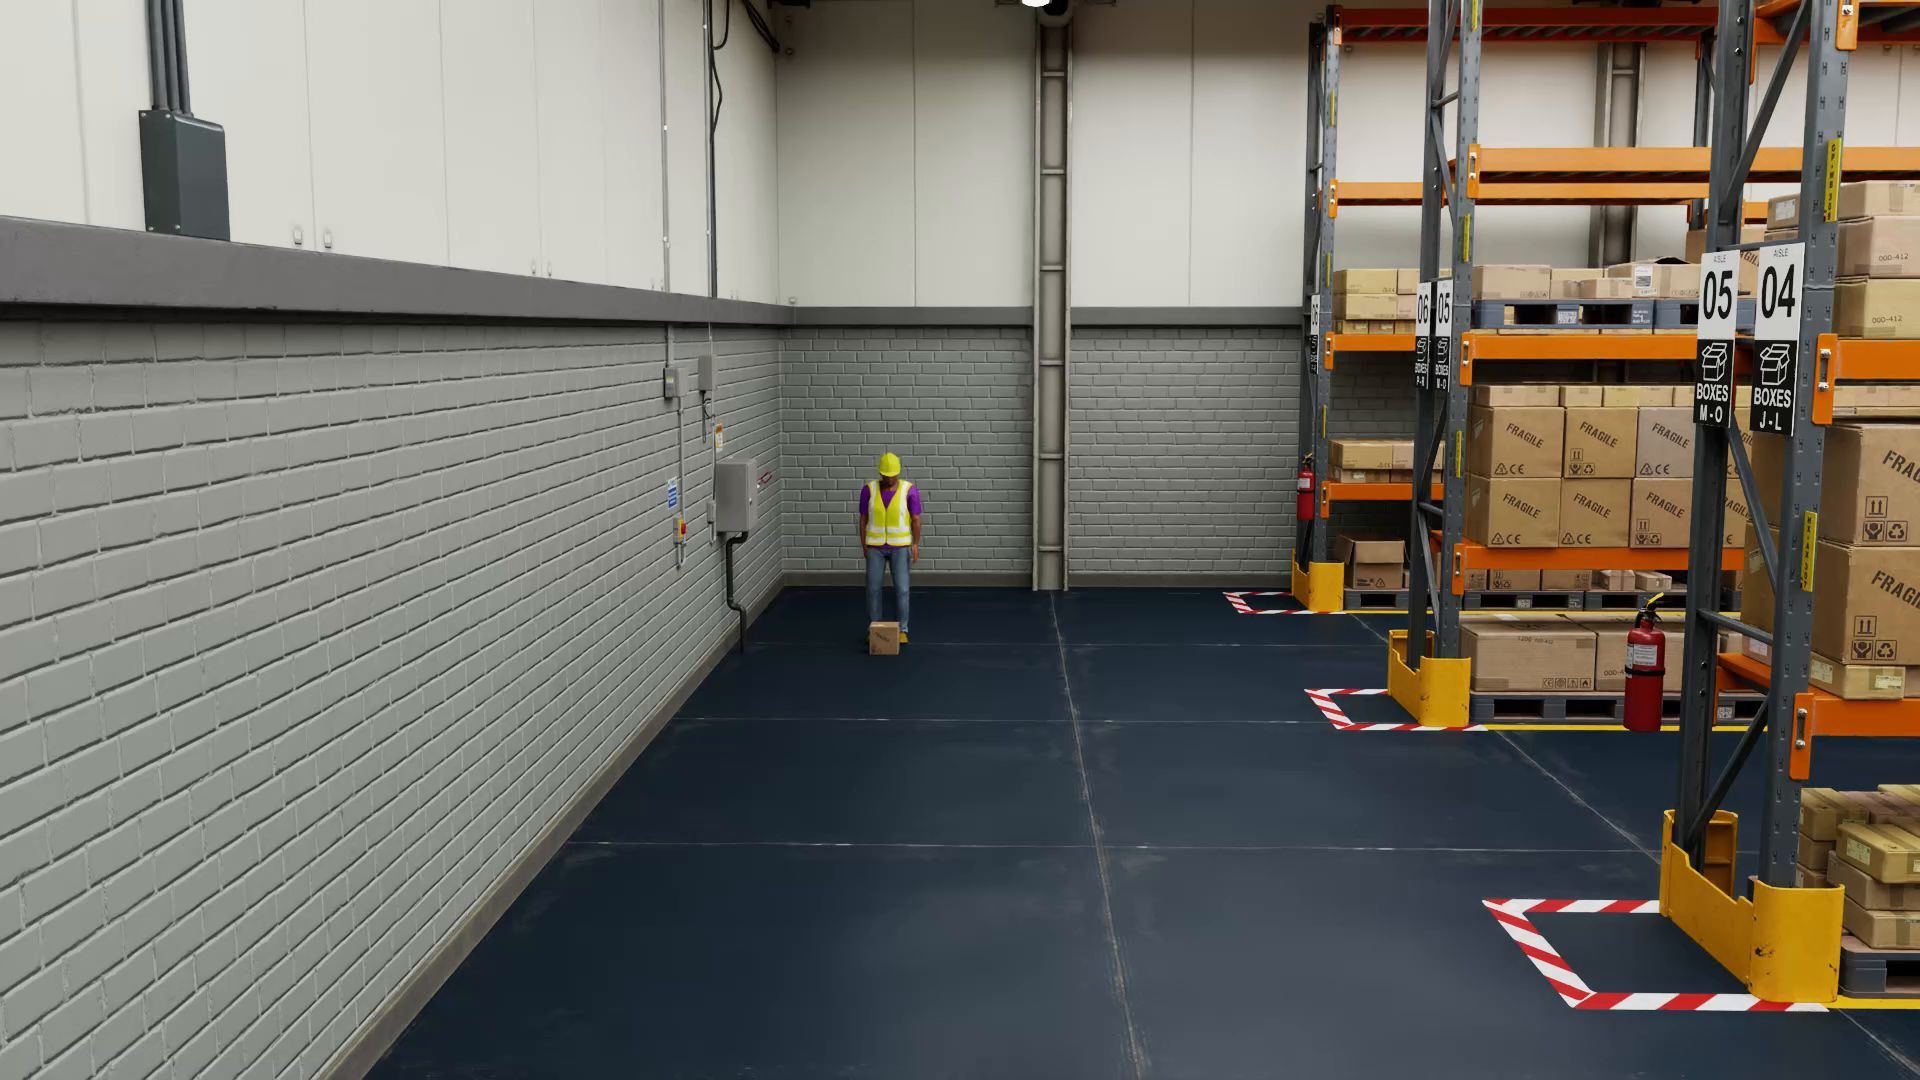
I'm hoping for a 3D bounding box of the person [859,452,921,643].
[{"bbox_3d":[-0.640,0.071,15.180,0.575,1.748,0.390,0,7,2],"label":"person"}]
